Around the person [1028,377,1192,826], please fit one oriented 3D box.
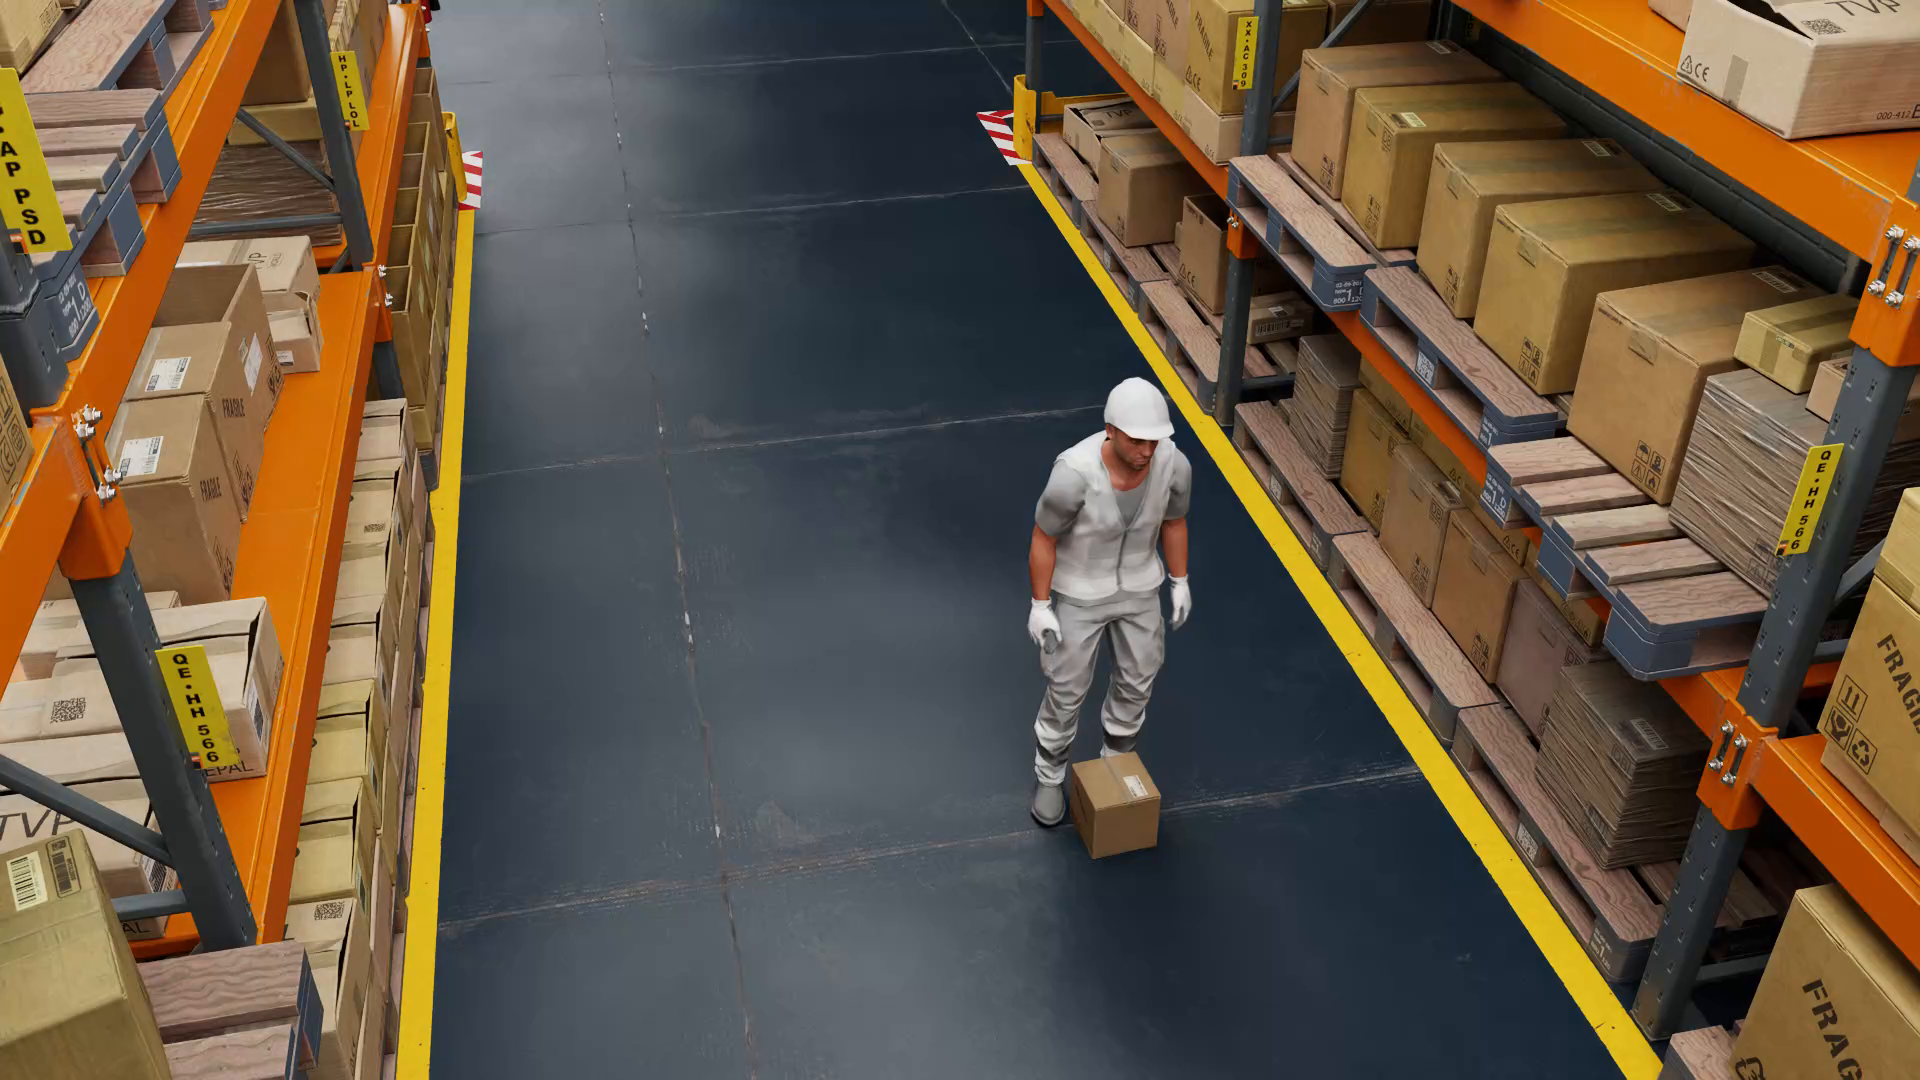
[{"bbox_3d":[0.528,0.209,5.820,0.618,1.779,0.451,-9,35,-13],"label":"person"}]
